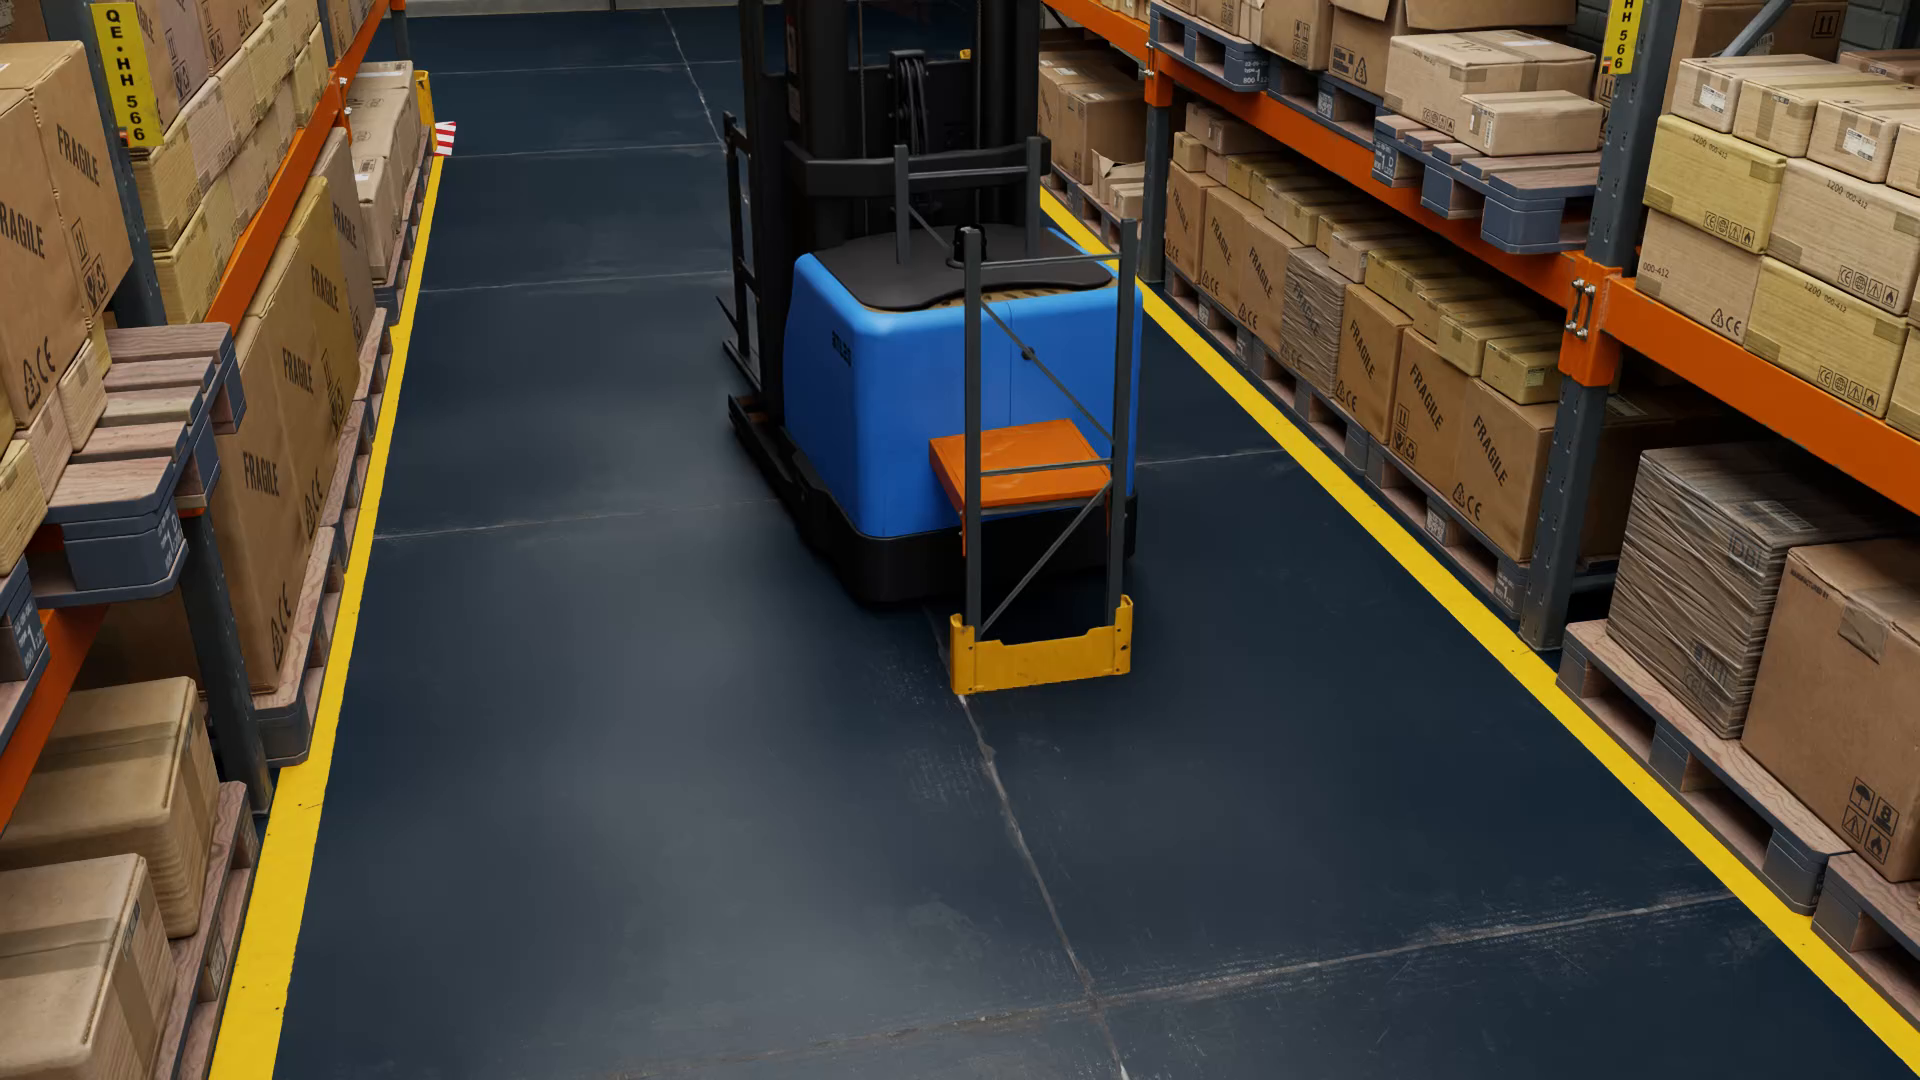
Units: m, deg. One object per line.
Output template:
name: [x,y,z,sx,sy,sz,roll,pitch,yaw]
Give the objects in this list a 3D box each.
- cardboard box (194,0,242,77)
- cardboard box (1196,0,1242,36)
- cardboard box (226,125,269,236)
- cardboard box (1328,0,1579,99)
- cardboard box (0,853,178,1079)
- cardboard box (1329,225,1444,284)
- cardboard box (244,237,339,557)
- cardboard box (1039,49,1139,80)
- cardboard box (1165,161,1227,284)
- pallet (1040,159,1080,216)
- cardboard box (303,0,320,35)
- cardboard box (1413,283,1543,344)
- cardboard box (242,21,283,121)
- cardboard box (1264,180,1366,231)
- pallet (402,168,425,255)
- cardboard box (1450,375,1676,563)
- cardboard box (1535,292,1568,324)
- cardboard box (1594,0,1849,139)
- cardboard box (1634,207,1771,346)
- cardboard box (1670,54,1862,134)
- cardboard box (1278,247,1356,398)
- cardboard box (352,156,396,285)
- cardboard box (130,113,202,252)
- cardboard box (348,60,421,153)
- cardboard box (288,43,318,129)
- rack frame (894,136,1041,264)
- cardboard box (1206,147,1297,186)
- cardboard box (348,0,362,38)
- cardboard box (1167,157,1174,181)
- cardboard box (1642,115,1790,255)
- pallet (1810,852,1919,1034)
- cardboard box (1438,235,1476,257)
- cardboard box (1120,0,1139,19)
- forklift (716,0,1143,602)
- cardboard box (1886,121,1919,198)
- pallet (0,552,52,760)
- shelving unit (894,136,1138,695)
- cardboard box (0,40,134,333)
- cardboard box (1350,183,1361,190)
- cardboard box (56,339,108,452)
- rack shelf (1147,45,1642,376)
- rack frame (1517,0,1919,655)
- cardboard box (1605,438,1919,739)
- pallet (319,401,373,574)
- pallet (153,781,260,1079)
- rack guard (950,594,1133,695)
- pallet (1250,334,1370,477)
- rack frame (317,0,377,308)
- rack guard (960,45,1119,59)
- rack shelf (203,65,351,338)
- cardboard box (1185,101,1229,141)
cardboard box: [-2.552,-1.711,5.090,0.500,0.500,0.500,-5,27,-10]
cardboard box: [1.485,-2.564,7.424,0.700,0.500,0.500,-6,27,-11]
cardboard box: [-2.567,-1.161,5.387,0.500,0.250,0.500,-5,27,-10]
cardboard box: [1.831,-1.970,6.243,0.797,0.503,0.637,-7,28,-13]
cardboard box: [-2.165,1.025,3.341,0.950,0.372,0.625,-6,27,-13]
cardboard box: [1.749,-1.176,6.839,0.380,0.149,0.250,-7,28,-14]
cardboard box: [-2.728,-0.475,5.755,0.875,0.875,0.875,-6,27,-11]
cardboard box: [0.776,-2.965,11.103,0.700,0.500,0.500,-5,27,-9]
cardboard box: [1.367,-1.631,8.460,0.500,0.500,0.500,-5,27,-9]
pallet: [1.045,-2.388,10.747,1.003,0.211,1.213,-6,27,-12]
cardboard box: [-3.022,-2.276,7.042,0.500,0.250,0.500,-6,27,-12]
cardboard box: [1.913,-0.828,6.149,0.380,0.149,0.250,-7,28,-13]
cardboard box: [-2.647,-1.608,5.718,0.500,0.250,0.500,-5,27,-11]
cardboard box: [1.601,-1.513,7.508,0.380,0.149,0.250,-6,27,-12]
pallet: [-3.731,-1.922,9.824,1.003,0.211,1.213,-6,27,-12]
cardboard box: [2.074,-0.274,5.772,0.500,0.500,0.500,-5,27,-10]
cardboard box: [2.397,-0.881,6.254,0.380,0.149,0.250,-6,27,-11]
cardboard box: [2.415,-1.512,5.341,0.500,0.500,0.500,-5,27,-9]
cardboard box: [2.241,-0.752,4.577,0.500,0.250,0.500,-6,27,-11]
cardboard box: [2.164,-1.203,4.473,0.380,0.149,0.250,-5,27,-10]
cardboard box: [1.716,-0.950,7.112,0.500,0.500,0.500,-7,28,-13]
cardboard box: [-3.395,-1.619,8.506,0.875,0.438,0.875,-6,27,-12]
cardboard box: [-2.330,-0.937,4.388,0.500,0.250,0.500,-6,27,-12]
cardboard box: [-4.013,-2.809,10.864,0.875,0.438,0.875,-7,28,-13]
cardboard box: [-2.897,-1.827,6.707,0.500,0.250,0.500,-6,27,-12]
rack frame: [0.030,-0.662,5.892,0.500,1.500,0.032,-6,27,-12]
cardboard box: [1.437,-1.857,8.189,0.380,0.149,0.250,-7,28,-13]
cardboard box: [-3.318,-2.787,8.333,0.500,0.500,0.500,-6,27,-11]
cardboard box: [1.461,-2.214,10.005,0.380,0.149,0.250,-6,27,-12]
cardboard box: [2.216,-0.973,4.460,0.500,0.250,0.500,-6,27,-12]
pallet: [2.798,1.106,3.824,1.003,0.211,1.213,-6,27,-12]
cardboard box: [2.221,-1.223,6.931,0.380,0.149,0.250,-6,27,-11]
cardboard box: [1.080,-2.909,8.963,0.380,0.149,0.250,-5,27,-10]
forklift: [-0.353,-1.740,6.444,1.130,2.935,3.031,-9,28,-18]
cardboard box: [2.379,-0.862,3.798,0.380,0.149,0.250,-6,27,-11]
pallet: [-1.970,0.418,2.306,1.003,0.211,1.213,-6,27,-12]
shelving unit: [0.143,-0.442,5.458,0.587,1.500,1.083,-6,27,-12]
cardboard box: [-2.083,-0.726,3.453,0.500,0.500,0.500,-7,28,-13]
cardboard box: [2.052,-1.693,7.863,0.380,0.149,0.250,-7,28,-14]
cardboard box: [-1.922,-0.272,3.272,0.380,0.149,0.250,-6,27,-12]
rack shelf: [1.928,-1.595,6.880,1.077,0.370,4.000,-6,27,-12]
rack frame: [2.379,-1.039,4.979,1.000,3.000,0.127,-6,27,-12]
cardboard box: [2.506,0.109,4.874,0.875,0.625,0.625,-5,27,-10]
pallet: [-2.832,-0.176,6.365,1.003,0.211,1.213,-6,27,-12]
pallet: [-2.282,1.055,3.925,1.003,0.211,1.213,-6,27,-12]
rack guard: [0.260,0.334,5.308,0.587,0.250,0.087,-6,27,-12]
pallet: [1.976,-0.660,7.323,1.003,0.211,1.213,-6,27,-12]
rack frame: [-3.358,-2.289,7.456,1.000,3.000,0.127,-6,27,-12]
rack guard: [0.593,-3.401,12.434,1.175,0.500,0.348,-6,27,-12]
rack shelf: [-2.907,-1.090,5.878,1.077,0.370,4.000,-6,27,-12]
cardboard box: [1.358,-2.110,8.360,0.380,0.149,0.250,-6,27,-12]
